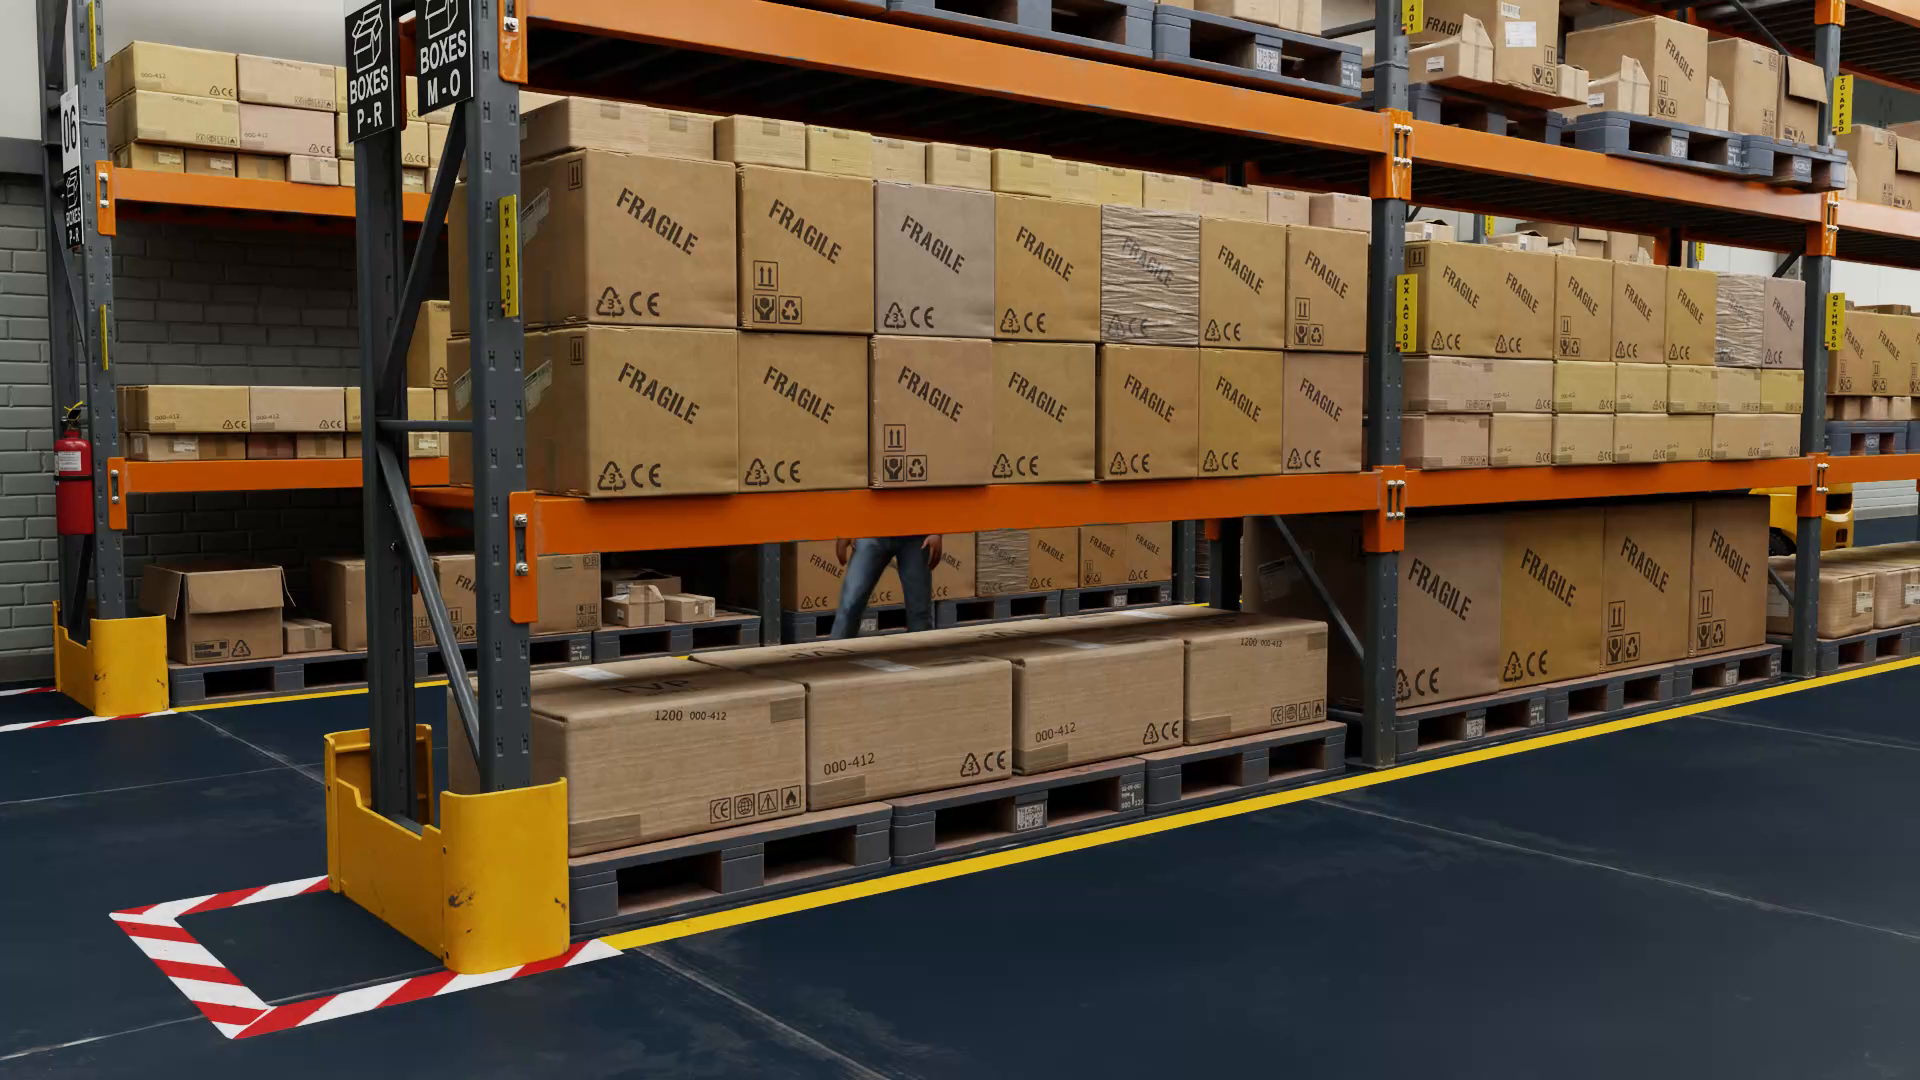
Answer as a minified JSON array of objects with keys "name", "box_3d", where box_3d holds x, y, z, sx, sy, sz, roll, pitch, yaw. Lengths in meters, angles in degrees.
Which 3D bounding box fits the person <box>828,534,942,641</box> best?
[{"name":"person","box_3d":[-0.432,-0.004,8.738,0.763,1.762,0.501,0,4,-1]}]
